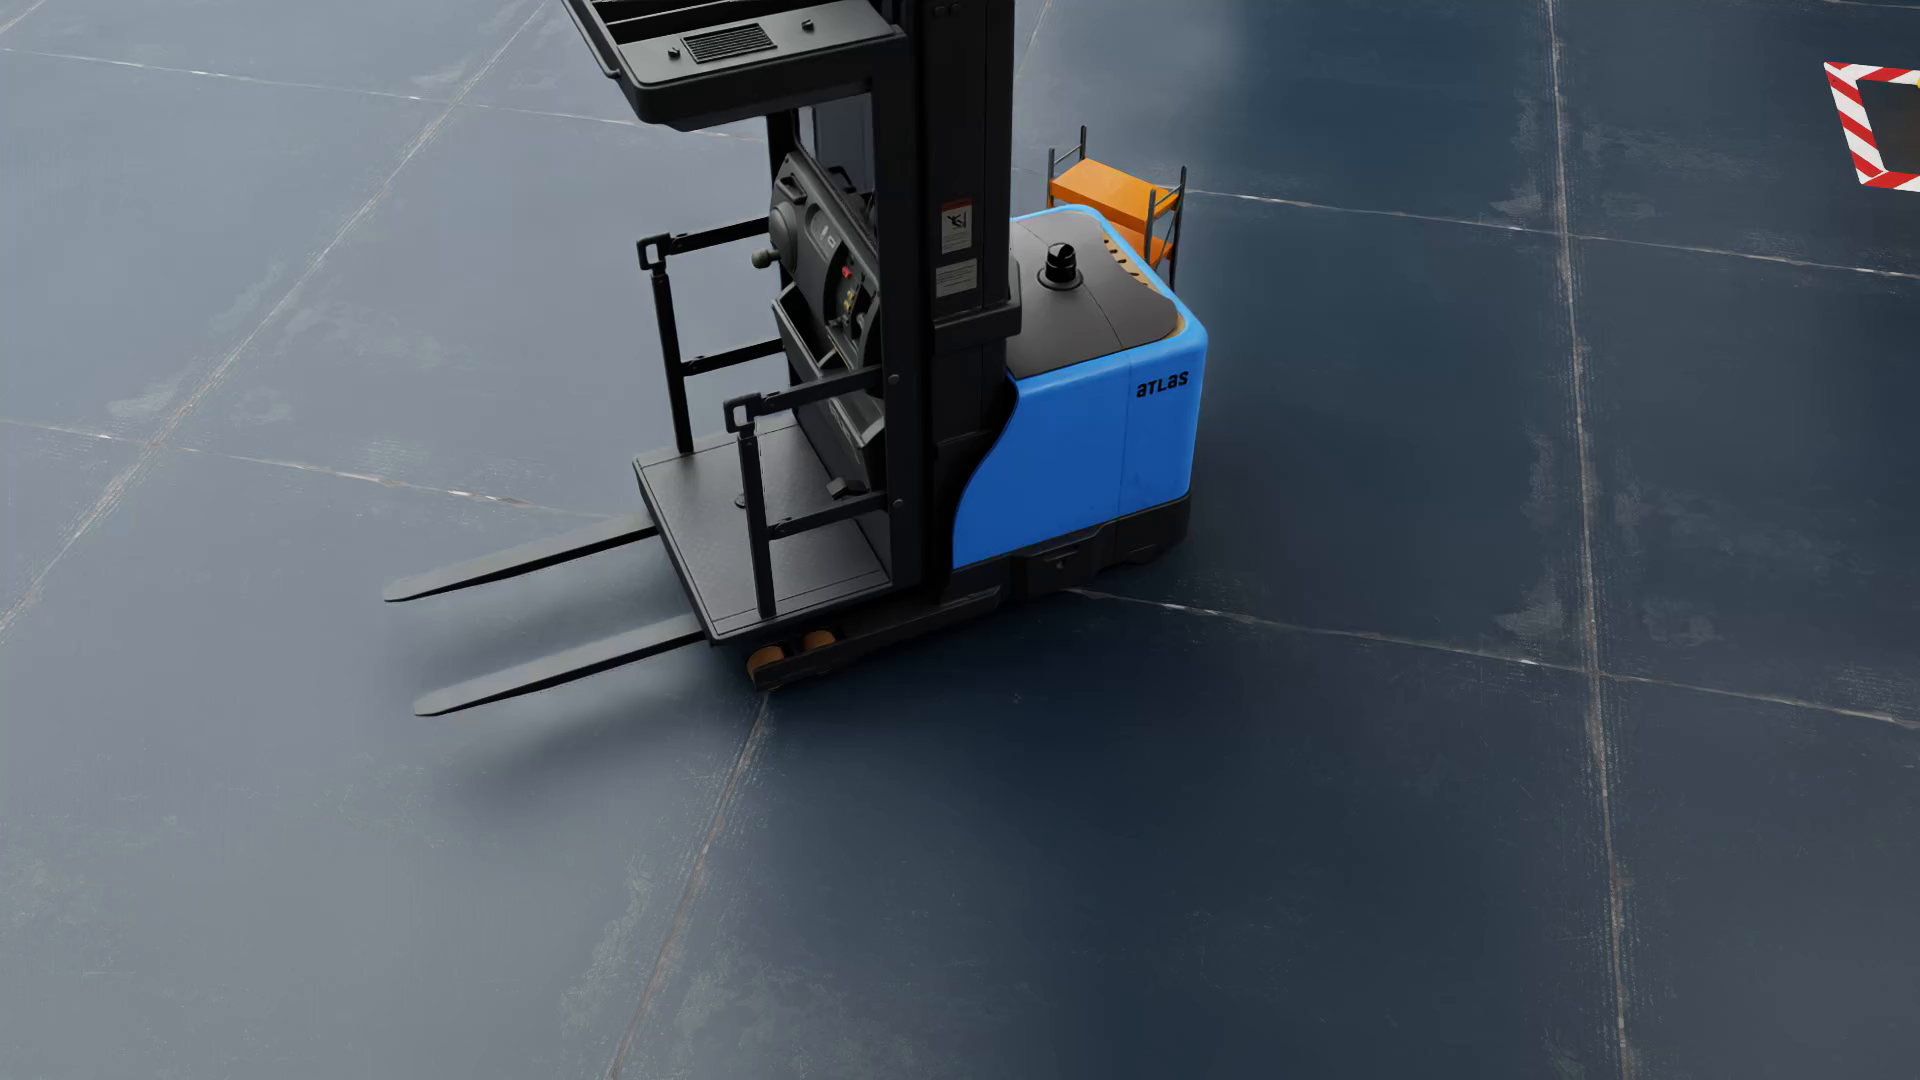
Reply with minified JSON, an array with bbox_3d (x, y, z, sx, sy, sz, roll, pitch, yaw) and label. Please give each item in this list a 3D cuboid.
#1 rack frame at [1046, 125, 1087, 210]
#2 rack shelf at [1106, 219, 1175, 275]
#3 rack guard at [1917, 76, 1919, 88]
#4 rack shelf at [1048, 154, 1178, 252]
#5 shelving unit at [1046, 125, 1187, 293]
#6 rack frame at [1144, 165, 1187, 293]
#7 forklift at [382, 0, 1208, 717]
[{"bbox_3d":[0.435,-1.192,7.122,0.015,1.200,0.240,29,51,27],"label":"rack frame"},{"bbox_3d":[0.625,-1.198,6.904,0.480,0.148,0.258,29,51,27],"label":"rack shelf"},{"bbox_3d":[5.492,-2.399,8.881,0.348,0.500,1.175,9,45,9],"label":"rack guard"},{"bbox_3d":[0.625,-1.369,6.740,0.480,0.148,0.258,29,51,27],"label":"rack shelf"},{"bbox_3d":[0.624,-1.085,7.012,0.503,1.200,0.258,29,51,27],"label":"shelving unit"},{"bbox_3d":[0.814,-0.979,6.901,0.015,1.200,0.240,29,51,27],"label":"rack frame"},{"bbox_3d":[-0.648,-0.919,5.591,3.031,2.935,1.130,-17,46,-17],"label":"forklift"}]
